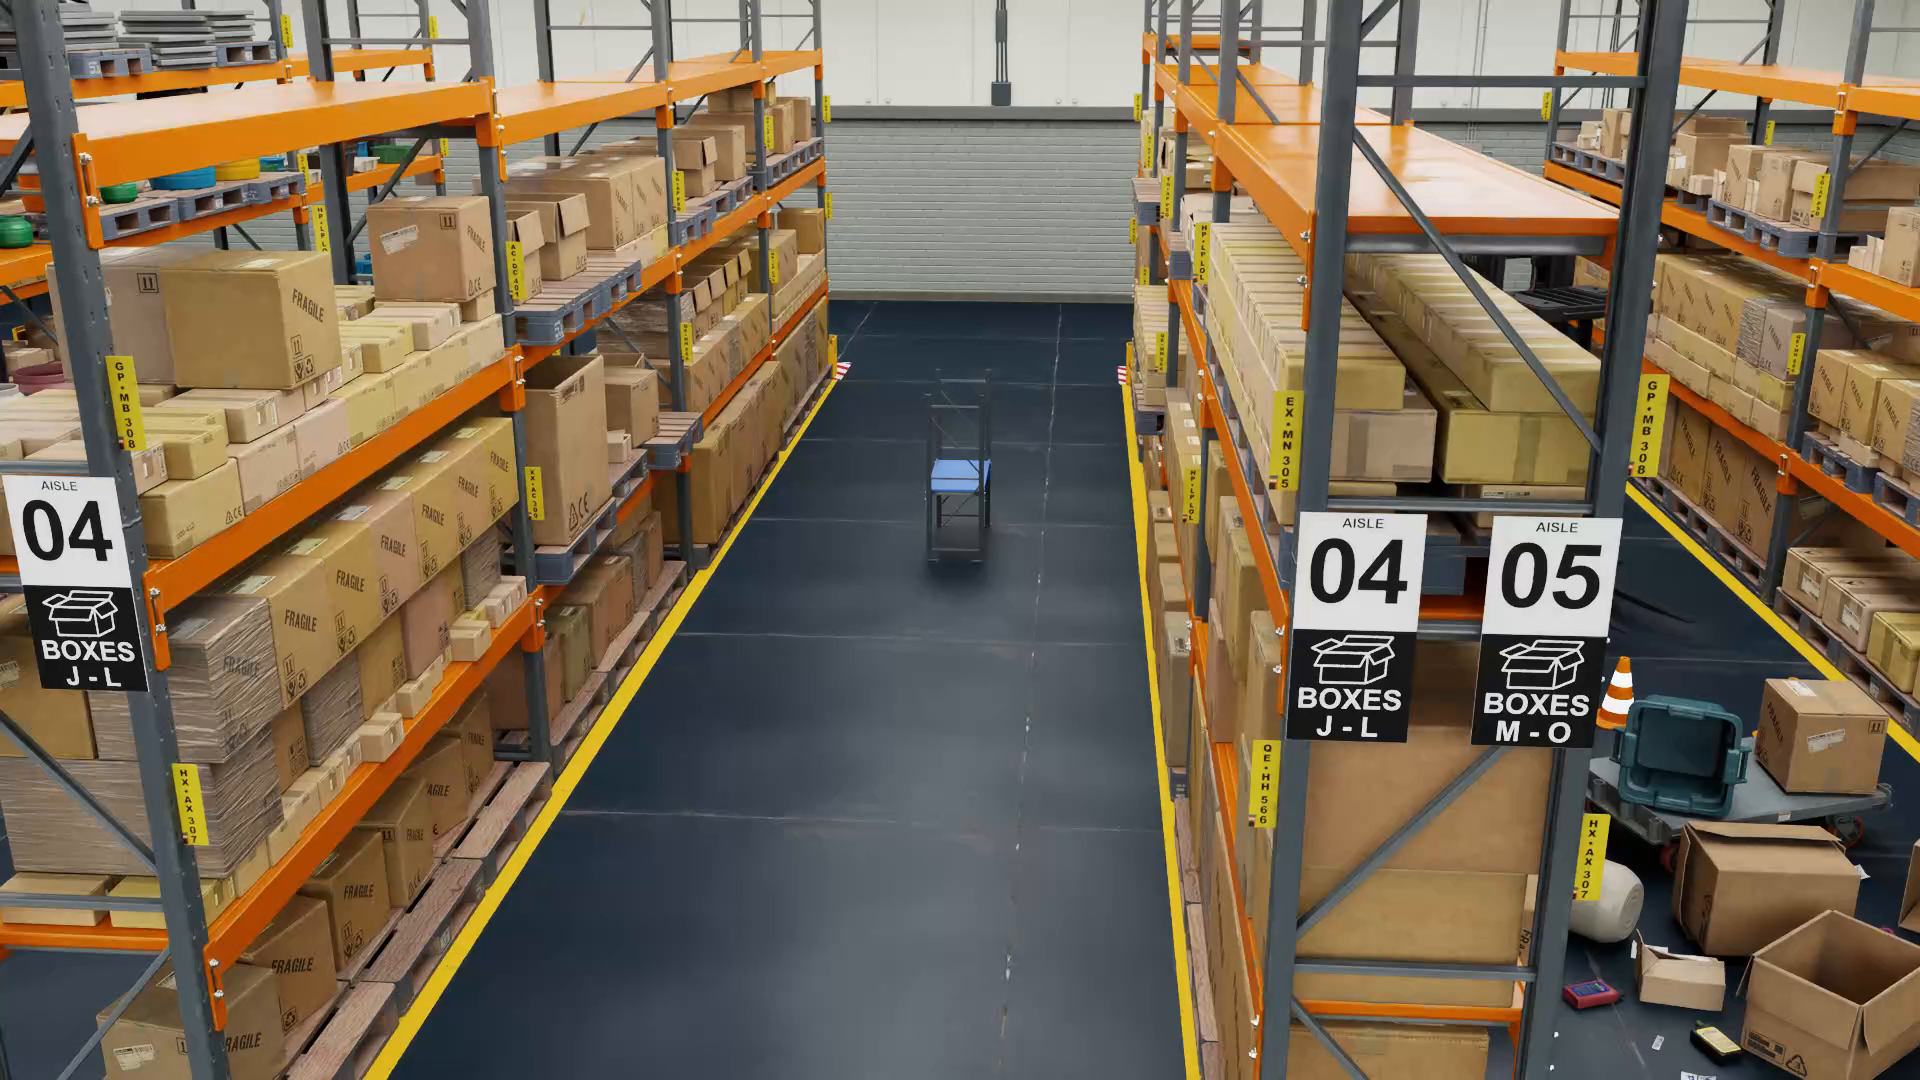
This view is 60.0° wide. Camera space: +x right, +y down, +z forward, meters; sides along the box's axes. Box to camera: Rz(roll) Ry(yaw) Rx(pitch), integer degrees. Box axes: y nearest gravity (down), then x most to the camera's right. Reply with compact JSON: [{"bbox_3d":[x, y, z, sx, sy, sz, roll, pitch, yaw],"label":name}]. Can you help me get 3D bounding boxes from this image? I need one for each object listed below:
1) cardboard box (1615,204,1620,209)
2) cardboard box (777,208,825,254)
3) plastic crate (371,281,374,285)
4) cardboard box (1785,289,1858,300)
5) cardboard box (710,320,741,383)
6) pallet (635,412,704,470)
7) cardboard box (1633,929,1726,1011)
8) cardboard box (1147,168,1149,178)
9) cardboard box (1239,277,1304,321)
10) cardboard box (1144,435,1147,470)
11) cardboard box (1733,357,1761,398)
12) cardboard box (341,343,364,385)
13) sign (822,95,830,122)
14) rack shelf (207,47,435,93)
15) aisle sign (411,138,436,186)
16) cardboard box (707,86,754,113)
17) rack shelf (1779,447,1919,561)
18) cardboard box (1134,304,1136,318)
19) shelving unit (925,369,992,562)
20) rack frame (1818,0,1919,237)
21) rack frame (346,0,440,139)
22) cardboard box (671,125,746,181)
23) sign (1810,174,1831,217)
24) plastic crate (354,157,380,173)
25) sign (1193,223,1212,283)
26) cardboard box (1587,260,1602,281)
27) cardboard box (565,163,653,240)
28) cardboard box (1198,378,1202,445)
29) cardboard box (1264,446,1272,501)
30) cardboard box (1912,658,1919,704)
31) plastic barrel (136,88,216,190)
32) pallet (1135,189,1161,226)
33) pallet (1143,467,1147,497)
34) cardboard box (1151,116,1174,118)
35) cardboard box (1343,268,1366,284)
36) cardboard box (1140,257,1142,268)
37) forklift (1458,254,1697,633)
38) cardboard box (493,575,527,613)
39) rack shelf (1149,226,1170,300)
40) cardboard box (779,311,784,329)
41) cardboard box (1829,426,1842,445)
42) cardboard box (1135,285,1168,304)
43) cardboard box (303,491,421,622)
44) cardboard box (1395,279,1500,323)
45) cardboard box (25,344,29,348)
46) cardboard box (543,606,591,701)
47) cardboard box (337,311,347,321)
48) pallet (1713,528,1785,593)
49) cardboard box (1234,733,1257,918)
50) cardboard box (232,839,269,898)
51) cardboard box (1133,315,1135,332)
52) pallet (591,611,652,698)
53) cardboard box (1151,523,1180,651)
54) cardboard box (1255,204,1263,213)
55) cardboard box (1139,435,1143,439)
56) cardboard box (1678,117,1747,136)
[{"bbox_3d":[7.768,-3.776,19.150,0.380,0.149,0.250,1,18,3],"label":"cardboard box"},{"bbox_3d":[-1.986,-3.870,20.803,0.500,0.500,0.500,2,18,5],"label":"cardboard box"},{"bbox_3d":[-7.045,-3.017,19.813,0.416,0.233,0.300,1,18,4],"label":"plastic crate"},{"bbox_3d":[7.455,-1.880,14.404,0.500,0.500,0.500,2,18,5],"label":"cardboard box"},{"bbox_3d":[-2.375,-1.783,15.715,0.500,0.500,0.500,1,18,4],"label":"cardboard box"},{"bbox_3d":[-2.732,-0.802,13.187,1.213,0.211,1.003,1,18,4],"label":"pallet"},{"bbox_3d":[3.580,2.142,8.286,0.396,0.266,0.258,4,19,13],"label":"cardboard box"},{"bbox_3d":[2.253,-3.884,17.710,0.500,0.250,0.500,1,18,4],"label":"cardboard box"},{"bbox_3d":[1.374,-1.008,6.978,0.380,0.149,0.250,1,18,4],"label":"cardboard box"},{"bbox_3d":[2.122,-1.005,16.839,0.500,0.500,0.500,2,18,6],"label":"cardboard box"},{"bbox_3d":[6.912,-1.377,14.073,0.500,0.250,0.500,1,18,2],"label":"cardboard box"},{"bbox_3d":[-3.006,-0.819,7.716,0.380,0.149,0.250,1,18,2],"label":"cardboard box"},{"bbox_3d":[-1.673,-5.393,20.780,0.100,0.325,0.005,1,18,4],"label":"sign"},{"bbox_3d":[-7.297,-5.409,19.104,1.077,0.370,4.000,1,18,4],"label":"rack shelf"},{"bbox_3d":[-6.856,-4.963,21.403,0.394,0.787,0.004,1,18,4],"label":"aisle sign"},{"bbox_3d":[-2.426,-4.727,17.842,0.500,0.250,0.500,0,18,0],"label":"cardboard box"},{"bbox_3d":[6.954,0.068,11.381,1.077,0.370,4.000,1,18,4],"label":"rack shelf"},{"bbox_3d":[1.953,-2.326,16.783,0.380,0.149,0.250,2,18,5],"label":"cardboard box"},{"bbox_3d":[-0.006,-0.686,14.936,0.538,1.500,1.048,1,18,4],"label":"shelving unit"},{"bbox_3d":[7.097,-3.746,12.231,1.000,3.000,0.127,1,18,4],"label":"rack frame"},{"bbox_3d":[-7.154,-6.562,20.826,1.000,3.000,0.127,1,18,4],"label":"rack frame"},{"bbox_3d":[-2.532,-3.851,16.533,0.700,0.500,0.500,2,18,5],"label":"cardboard box"},{"bbox_3d":[6.544,-2.619,12.650,0.100,0.325,0.005,1,18,4],"label":"sign"},{"bbox_3d":[-7.054,-4.364,19.358,0.437,0.136,0.530,1,18,4],"label":"plastic crate"},{"bbox_3d":[1.324,-1.562,9.046,0.100,0.325,0.005,1,18,4],"label":"sign"},{"bbox_3d":[7.214,-3.129,18.214,0.500,0.500,0.500,2,18,5],"label":"cardboard box"},{"bbox_3d":[-2.598,-2.514,12.323,0.500,0.500,0.500,1,18,4],"label":"cardboard box"},{"bbox_3d":[2.005,-0.882,11.360,0.700,0.500,0.500,1,18,3],"label":"cardboard box"},{"bbox_3d":[1.284,-0.232,5.891,0.380,0.149,0.250,1,18,4],"label":"cardboard box"},{"bbox_3d":[6.894,1.010,10.896,0.950,0.372,0.625,2,18,7],"label":"cardboard box"},{"bbox_3d":[-7.410,-3.799,15.730,0.600,0.901,0.708,1,18,4],"label":"plastic barrel"},{"bbox_3d":[2.218,-3.041,15.198,1.213,0.211,1.003,1,18,4],"label":"pallet"},{"bbox_3d":[2.385,-0.650,16.894,1.003,0.211,1.213,1,18,4],"label":"pallet"},{"bbox_3d":[2.335,-4.663,18.644,0.380,0.149,0.250,2,18,6],"label":"cardboard box"},{"bbox_3d":[2.050,-1.159,8.080,0.500,0.250,0.500,1,18,4],"label":"cardboard box"},{"bbox_3d":[2.268,-2.878,18.577,0.500,0.500,0.500,1,18,4],"label":"cardboard box"},{"bbox_3d":[4.756,-0.966,13.490,1.130,2.935,3.031,-7,19,-20],"label":"forklift"},{"bbox_3d":[-2.796,0.319,9.864,0.380,0.149,0.250,1,18,4],"label":"cardboard box"},{"bbox_3d":[2.296,-2.679,14.947,1.077,0.370,4.000,1,18,4],"label":"rack shelf"},{"bbox_3d":[-2.129,-2.405,18.177,0.380,0.149,0.250,1,18,2],"label":"cardboard box"},{"bbox_3d":[6.835,-0.792,12.577,0.380,0.149,0.250,0,18,1],"label":"cardboard box"},{"bbox_3d":[1.953,-2.467,16.737,0.380,0.149,0.250,2,18,7],"label":"cardboard box"},{"bbox_3d":[-2.942,0.074,7.964,0.500,0.500,0.500,1,18,4],"label":"cardboard box"},{"bbox_3d":[2.031,-0.993,6.932,0.380,0.149,0.250,2,18,5],"label":"cardboard box"},{"bbox_3d":[-12.485,-2.486,21.863,0.380,0.166,0.250,1,18,4],"label":"cardboard box"},{"bbox_3d":[-2.955,0.767,11.400,0.700,0.500,0.500,1,18,4],"label":"cardboard box"},{"bbox_3d":[-3.371,-1.078,8.507,0.380,0.149,0.250,2,18,6],"label":"cardboard box"},{"bbox_3d":[7.229,0.187,14.341,1.003,0.211,1.213,1,18,4],"label":"pallet"},{"bbox_3d":[1.578,1.152,6.678,0.875,0.550,0.550,1,18,4],"label":"cardboard box"},{"bbox_3d":[-3.065,1.327,6.786,0.380,0.149,0.250,1,18,4],"label":"cardboard box"},{"bbox_3d":[1.953,-2.185,16.829,0.380,0.149,0.250,0,18,1],"label":"cardboard box"},{"bbox_3d":[-2.935,0.829,12.380,1.003,0.211,1.213,1,18,4],"label":"pallet"},{"bbox_3d":[1.960,0.354,12.291,1.050,0.750,0.750,2,18,5],"label":"cardboard box"},{"bbox_3d":[2.377,-2.273,11.861,0.500,0.311,0.500,1,18,4],"label":"cardboard box"},{"bbox_3d":[2.128,-1.191,17.971,0.380,0.149,0.250,2,18,5],"label":"cardboard box"},{"bbox_3d":[7.636,-4.036,16.936,0.500,0.500,0.500,2,18,5],"label":"cardboard box"}]
